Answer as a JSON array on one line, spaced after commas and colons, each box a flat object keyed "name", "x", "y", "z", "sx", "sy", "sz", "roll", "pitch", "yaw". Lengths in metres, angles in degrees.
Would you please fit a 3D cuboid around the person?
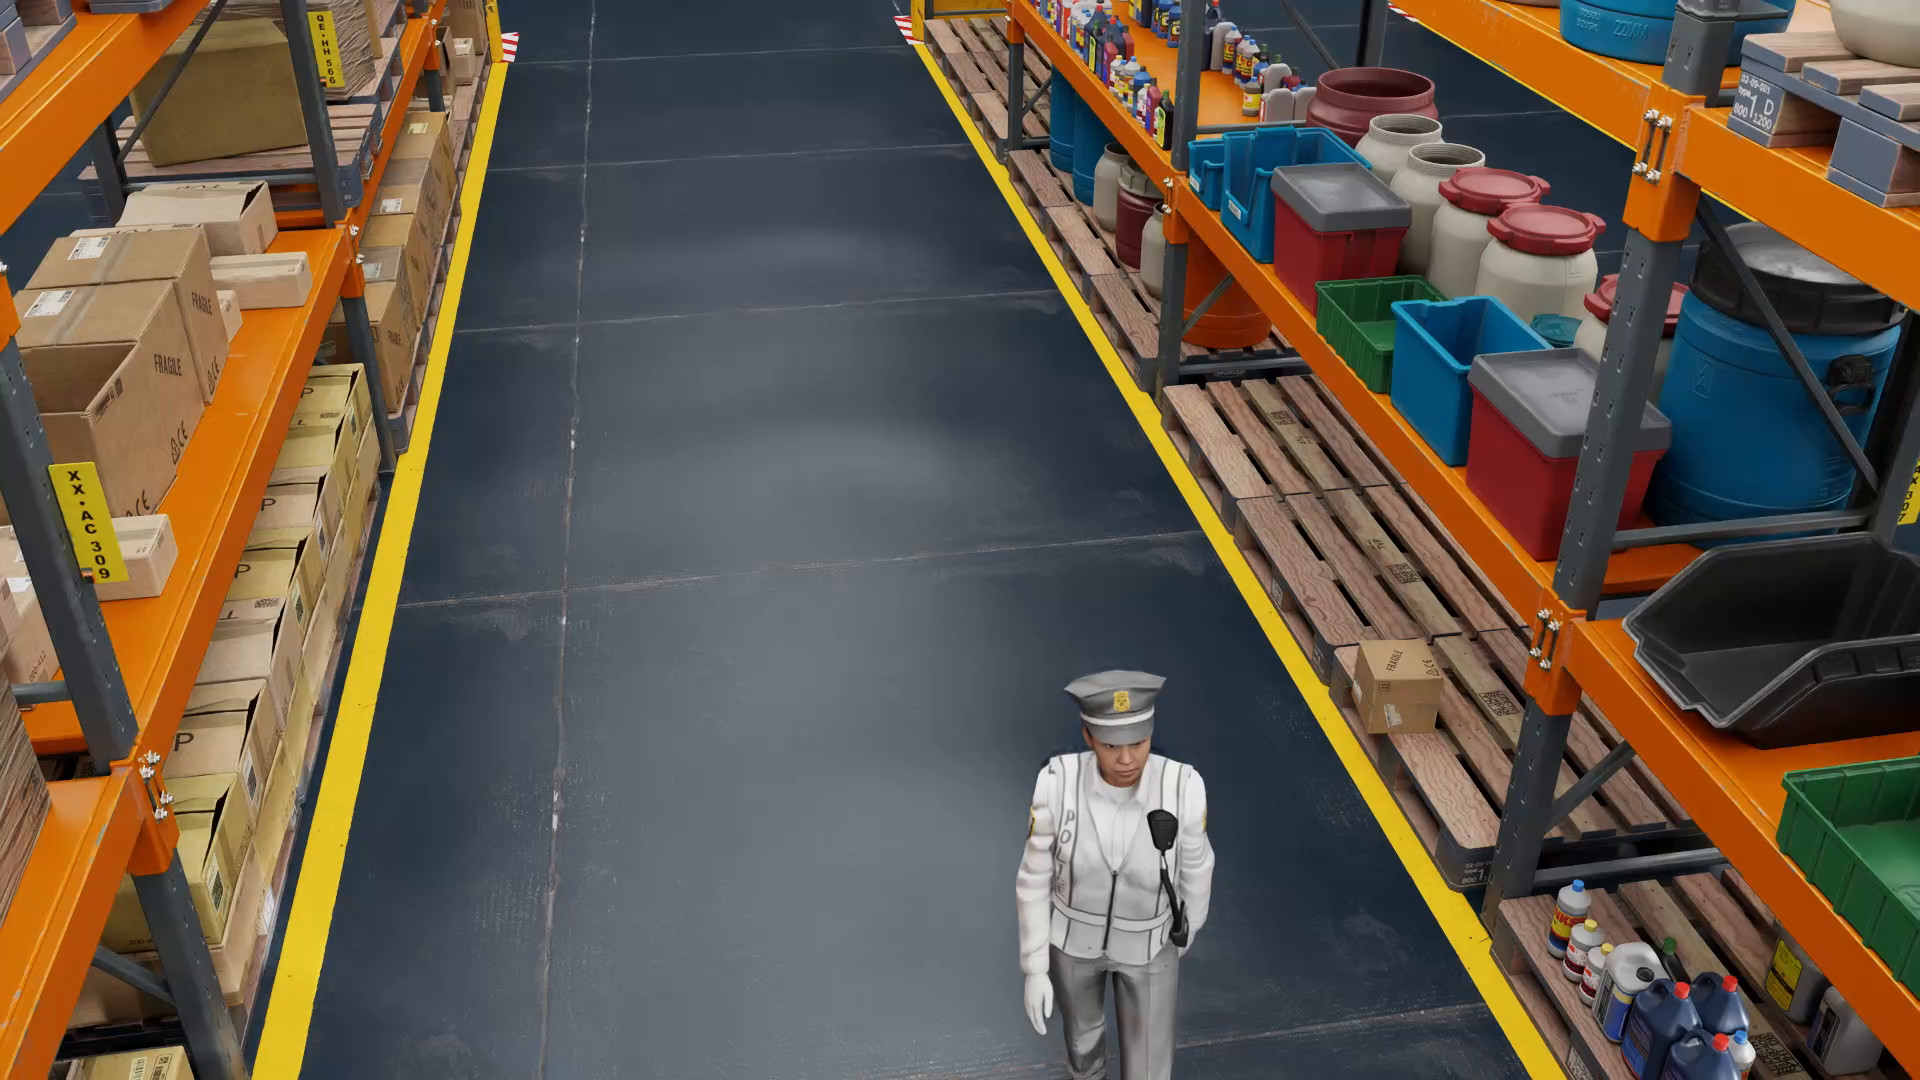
[{"name": "person", "x": 0.391, "y": 1.069, "z": 4.338, "sx": 0.489, "sy": 1.755, "sz": 0.566, "roll": 6, "pitch": 31, "yaw": 10}]
